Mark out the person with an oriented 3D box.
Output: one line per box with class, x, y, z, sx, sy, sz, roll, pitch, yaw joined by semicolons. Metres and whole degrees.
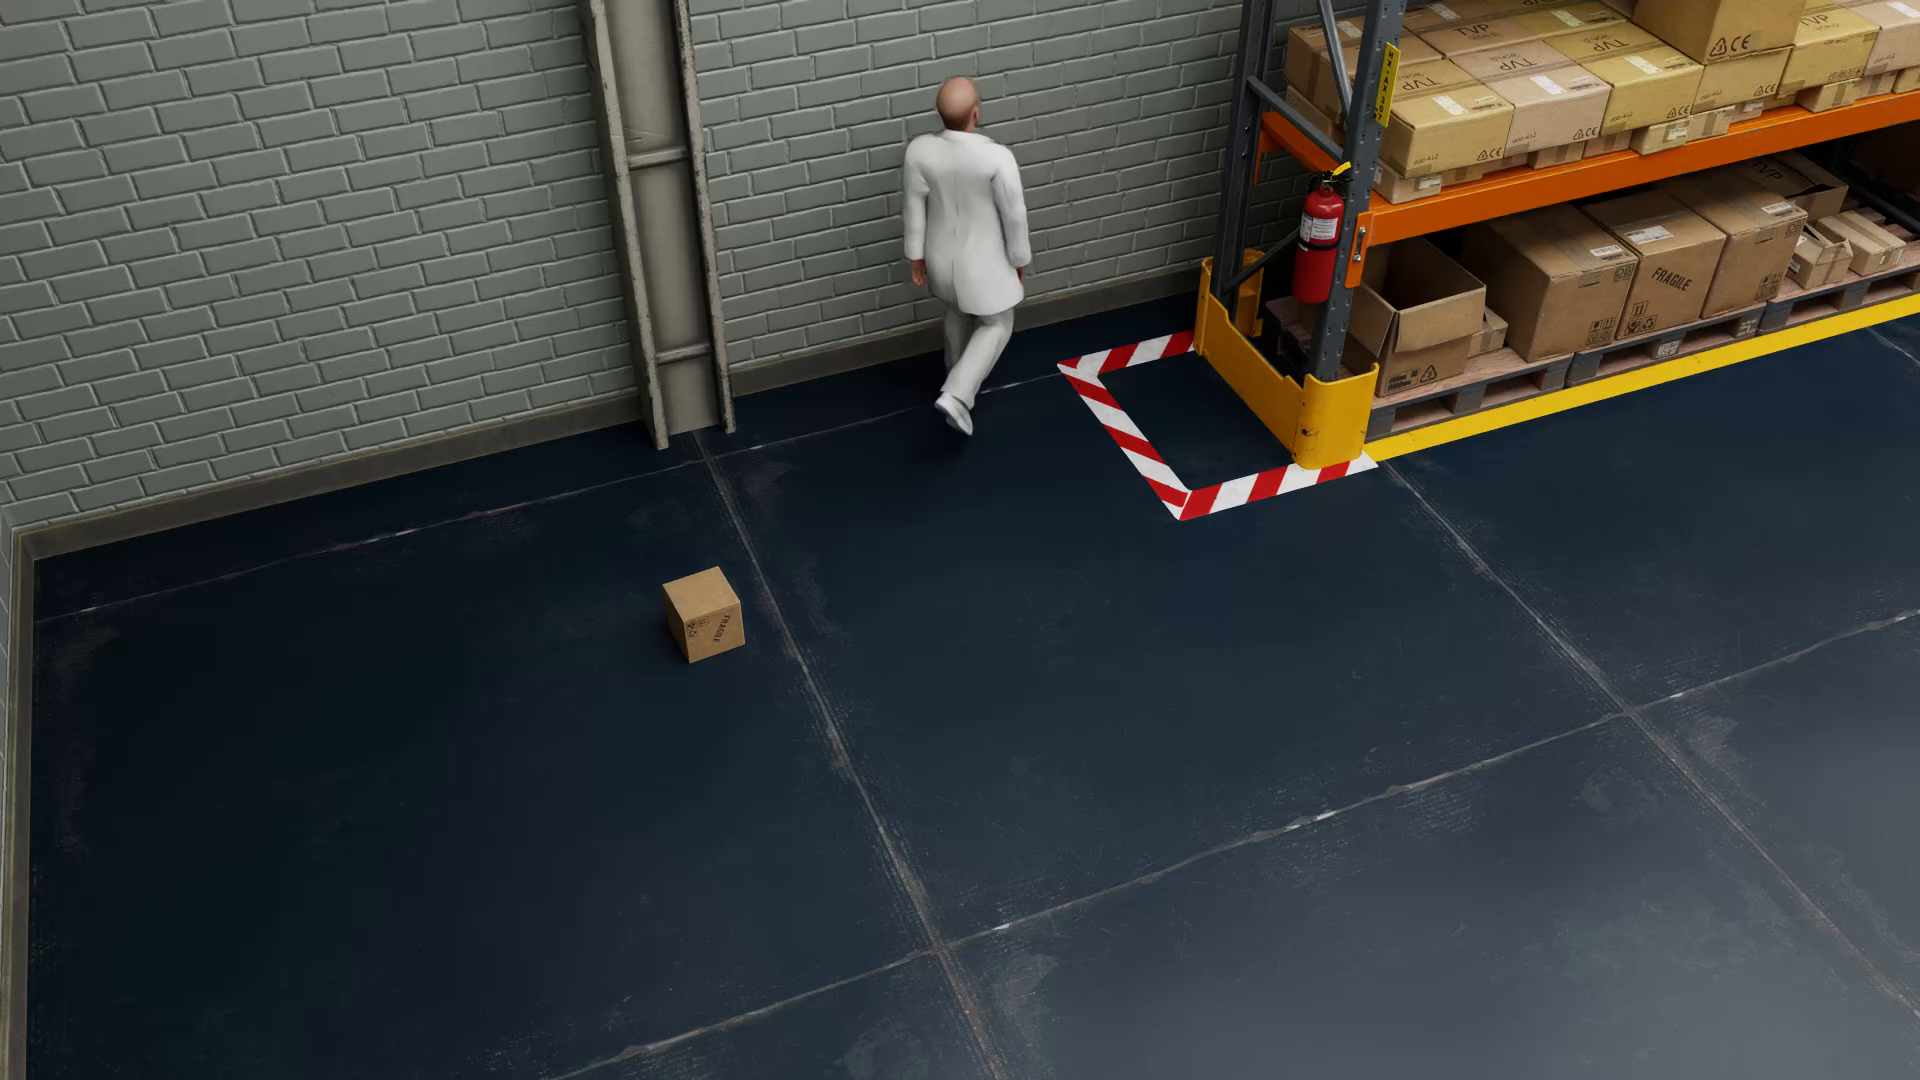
person;0.022;-1.289;7.617;0.588;1.753;0.835;16;44;17
